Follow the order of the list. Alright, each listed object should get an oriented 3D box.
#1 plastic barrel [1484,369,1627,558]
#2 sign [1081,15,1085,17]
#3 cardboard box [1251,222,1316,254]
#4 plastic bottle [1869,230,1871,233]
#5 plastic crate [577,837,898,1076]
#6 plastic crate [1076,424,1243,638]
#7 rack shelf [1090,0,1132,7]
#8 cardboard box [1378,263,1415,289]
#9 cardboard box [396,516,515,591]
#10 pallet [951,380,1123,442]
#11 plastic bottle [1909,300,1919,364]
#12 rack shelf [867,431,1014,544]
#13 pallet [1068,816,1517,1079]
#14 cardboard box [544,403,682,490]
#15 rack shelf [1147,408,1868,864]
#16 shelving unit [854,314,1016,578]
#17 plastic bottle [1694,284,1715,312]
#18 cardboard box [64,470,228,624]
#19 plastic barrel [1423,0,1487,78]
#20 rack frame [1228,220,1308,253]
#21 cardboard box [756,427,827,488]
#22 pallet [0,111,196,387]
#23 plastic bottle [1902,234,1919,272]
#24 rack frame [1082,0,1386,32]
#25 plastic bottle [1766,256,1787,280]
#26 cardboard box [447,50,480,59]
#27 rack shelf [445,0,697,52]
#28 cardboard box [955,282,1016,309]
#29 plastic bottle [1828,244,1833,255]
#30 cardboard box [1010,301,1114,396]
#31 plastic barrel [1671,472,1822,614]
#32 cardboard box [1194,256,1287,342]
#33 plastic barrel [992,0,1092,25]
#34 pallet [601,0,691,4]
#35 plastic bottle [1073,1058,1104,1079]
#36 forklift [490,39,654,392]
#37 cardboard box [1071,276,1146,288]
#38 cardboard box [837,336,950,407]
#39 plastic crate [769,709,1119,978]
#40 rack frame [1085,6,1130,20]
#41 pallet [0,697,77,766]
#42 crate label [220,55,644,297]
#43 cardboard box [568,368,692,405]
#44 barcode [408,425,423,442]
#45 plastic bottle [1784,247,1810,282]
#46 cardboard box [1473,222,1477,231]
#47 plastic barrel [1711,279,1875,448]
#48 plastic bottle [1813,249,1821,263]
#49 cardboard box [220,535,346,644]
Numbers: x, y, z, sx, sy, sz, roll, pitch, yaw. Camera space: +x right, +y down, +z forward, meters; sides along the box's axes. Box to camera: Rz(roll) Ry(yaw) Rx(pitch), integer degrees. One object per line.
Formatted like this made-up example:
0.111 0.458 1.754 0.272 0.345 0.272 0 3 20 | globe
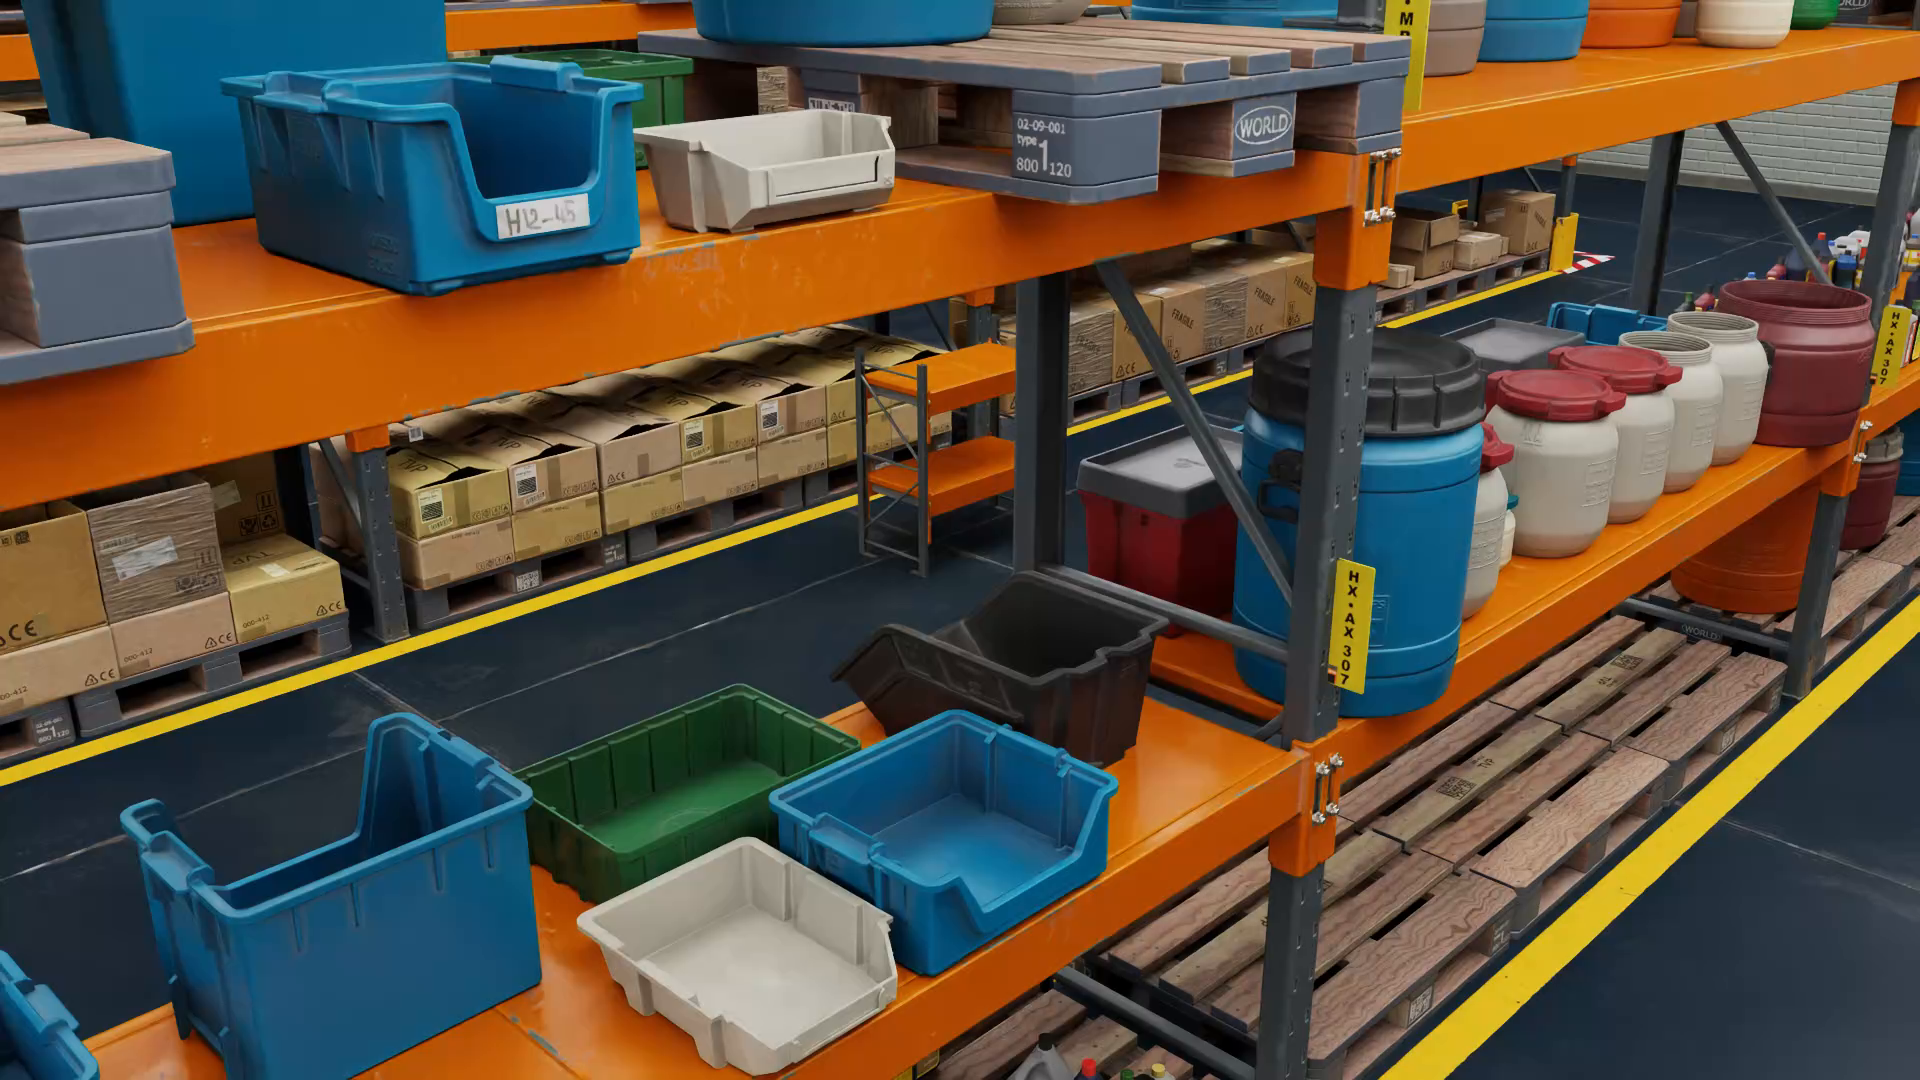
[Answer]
1.883 -0.248 5.349 0.433 0.535 0.433 0 21 0 | plastic barrel
1.426 -5.950 19.058 0.100 0.325 0.005 19 28 41 | sign
2.775 -2.358 13.899 0.500 0.500 0.500 19 28 41 | cardboard box
5.176 -1.660 9.393 0.097 0.271 0.097 0 21 0 | plastic bottle
-0.405 0.799 3.182 0.530 0.136 0.437 19 28 41 | plastic crate
0.665 -0.036 4.897 0.402 0.464 0.583 19 28 41 | plastic crate
1.186 -3.652 11.217 1.077 0.370 4.000 19 28 41 | rack shelf
3.625 -2.263 14.118 0.380 0.166 0.250 19 28 41 | cardboard box
-2.541 0.000 8.140 0.500 0.250 0.500 18 28 39 | cardboard box
0.338 -0.954 11.263 1.003 0.211 1.213 19 28 41 | pallet
4.319 -0.951 7.530 0.061 0.283 0.133 19 28 41 | plastic bottle
0.005 -0.299 8.965 0.538 0.278 1.000 19 28 41 | rack shelf
1.066 1.285 5.436 1.003 0.211 1.213 19 28 41 | pallet
-1.820 -0.524 8.723 0.500 0.311 0.500 18 27 39 | cardboard box
1.942 0.017 5.852 1.077 0.370 4.000 19 28 41 | rack shelf
0.005 -0.527 8.877 0.538 1.125 1.048 19 28 41 | shelving unit
3.474 -1.048 7.784 0.061 0.283 0.133 19 28 41 | plastic bottle
-3.524 -0.008 7.117 0.500 0.500 0.500 19 28 41 | cardboard box
1.202 -1.792 4.676 0.600 0.901 0.600 0 21 0 | plastic barrel
2.581 -3.102 12.964 1.000 3.000 0.127 19 28 41 | rack frame
-1.112 -0.528 9.514 0.500 0.250 0.500 -19 28 -41 | cardboard box
-1.597 -0.277 1.696 1.003 0.211 1.213 19 28 41 | pallet
5.378 -1.624 9.396 0.097 0.201 0.097 0 21 0 | plastic bottle
0.546 -2.605 3.309 1.000 3.000 0.127 19 28 41 | rack frame
4.111 -1.283 8.394 0.061 0.283 0.133 19 28 41 | plastic bottle
-3.981 -3.771 13.048 0.380 0.149 0.250 15 26 34 | cardboard box
-1.605 -2.624 8.542 1.077 0.370 4.000 19 28 41 | rack shelf
0.311 -1.777 11.342 0.500 0.250 0.500 -19 28 -40 | cardboard box
4.555 -1.432 8.798 0.097 0.271 0.097 0 21 0 | plastic bottle
0.674 -1.294 11.130 0.500 0.500 0.500 18 27 39 | cardboard box
3.666 -0.146 7.713 0.600 0.830 0.708 19 28 41 | plastic barrel
2.091 -1.817 12.491 0.500 0.500 0.500 19 28 41 | cardboard box
0.105 -1.391 3.592 0.421 0.512 0.421 0 21 0 | plastic barrel
-1.397 -2.900 8.522 1.213 0.211 1.003 -19 28 -40 | pallet
0.304 1.464 4.163 0.144 0.351 0.185 18 28 39 | plastic bottle
-2.710 -2.666 11.924 1.130 2.935 3.031 -4 21 -11 | forklift
0.998 -1.681 12.137 0.500 0.500 0.500 18 27 39 | cardboard box
-0.399 -1.052 10.095 0.500 0.311 0.500 -19 28 -41 | cardboard box
-0.031 0.617 3.495 0.499 0.251 0.616 19 28 41 | plastic crate
1.819 -5.369 18.862 1.000 3.000 0.127 19 28 41 | rack frame
-4.436 0.765 6.789 1.003 0.211 1.213 19 28 41 | pallet
-0.702 -0.506 2.235 0.502 0.251 0.408 19 28 41 | crate label
-1.861 -0.787 9.406 0.500 0.311 0.500 19 28 40 | cardboard box
-2.524 -0.493 7.710 0.001 0.075 0.075 19 28 41 | barcode
4.251 -1.345 8.461 0.144 0.351 0.185 19 28 41 | plastic bottle
4.833 -2.983 16.015 0.380 0.149 0.250 19 28 41 | cardboard box
3.230 -0.701 6.528 0.600 0.536 0.708 19 28 41 | plastic barrel
4.376 -1.350 8.567 0.061 0.283 0.133 19 28 41 | plastic bottle
-3.167 0.216 7.579 0.500 0.250 0.500 19 28 41 | cardboard box
